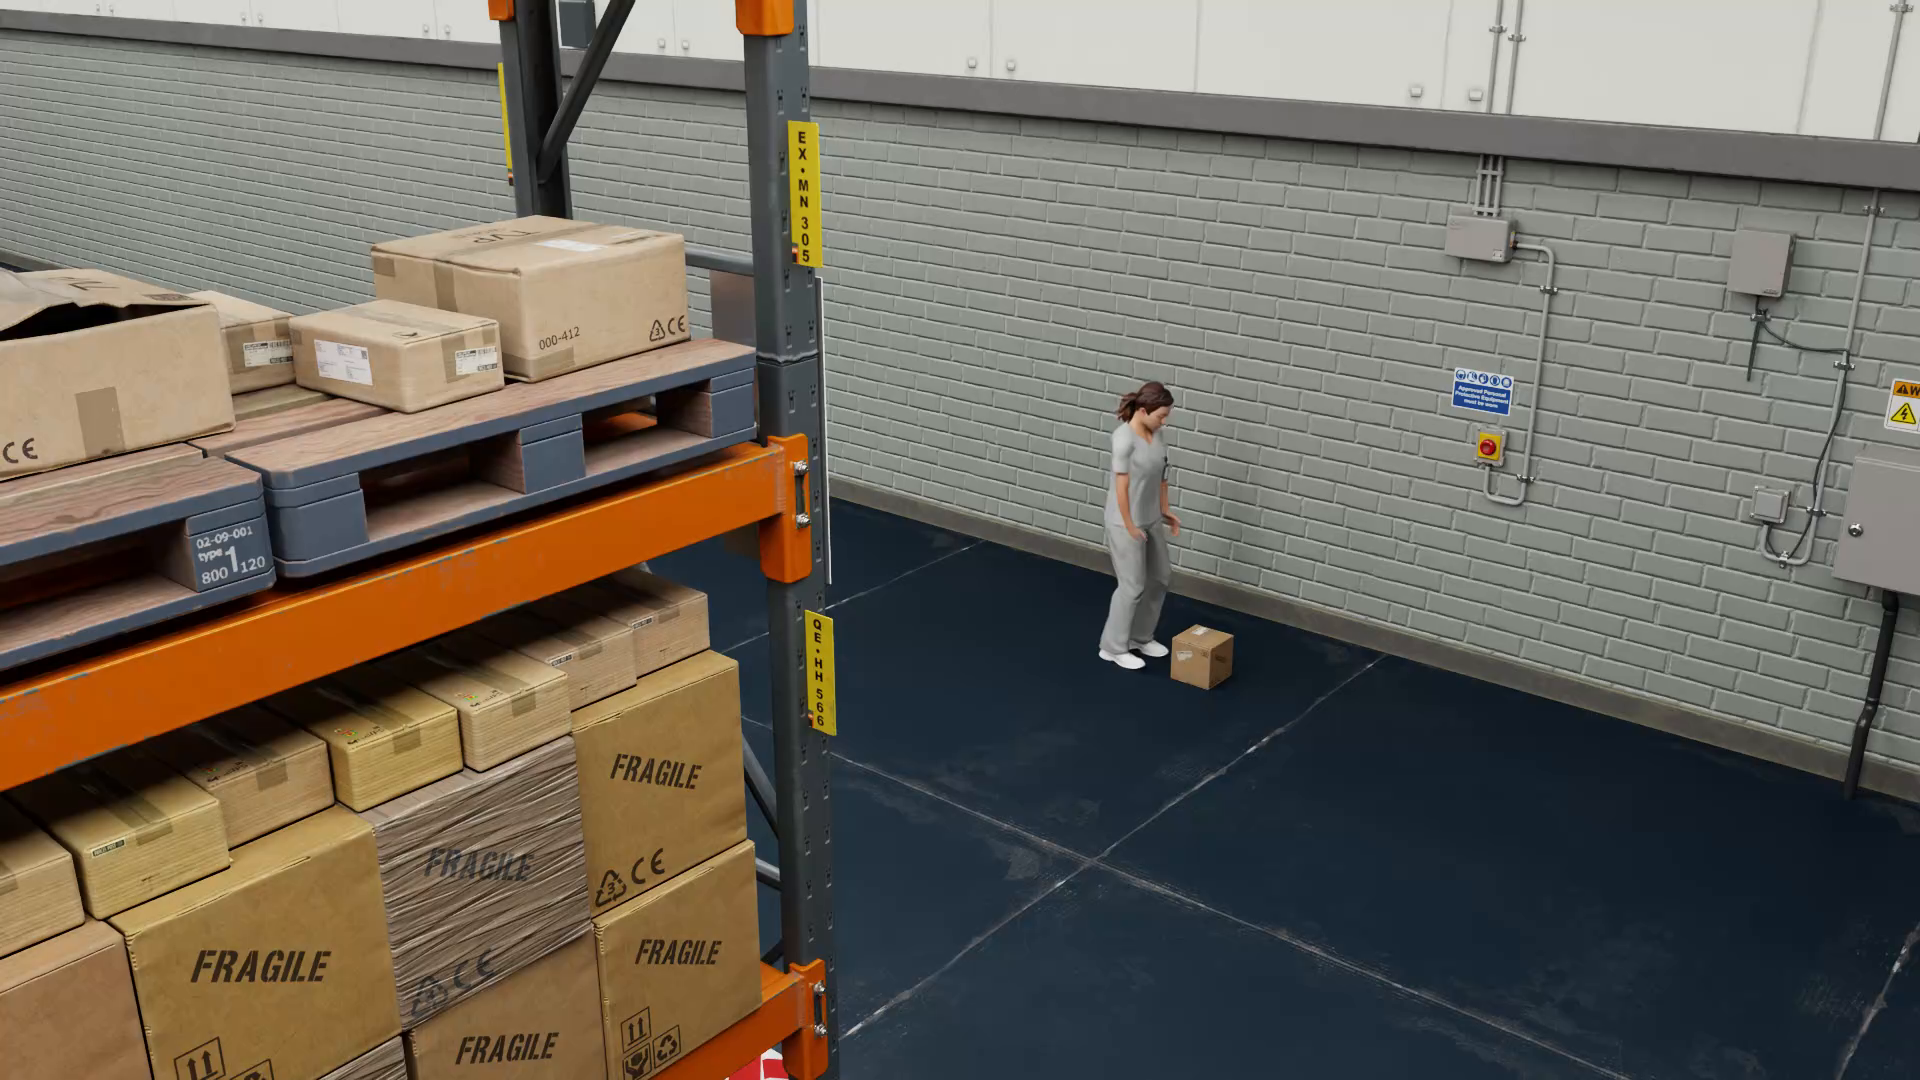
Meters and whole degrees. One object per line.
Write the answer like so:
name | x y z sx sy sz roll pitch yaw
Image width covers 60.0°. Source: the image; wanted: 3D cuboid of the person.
person | 1.016 -0.102 9.401 0.351 1.652 0.453 17 26 38
